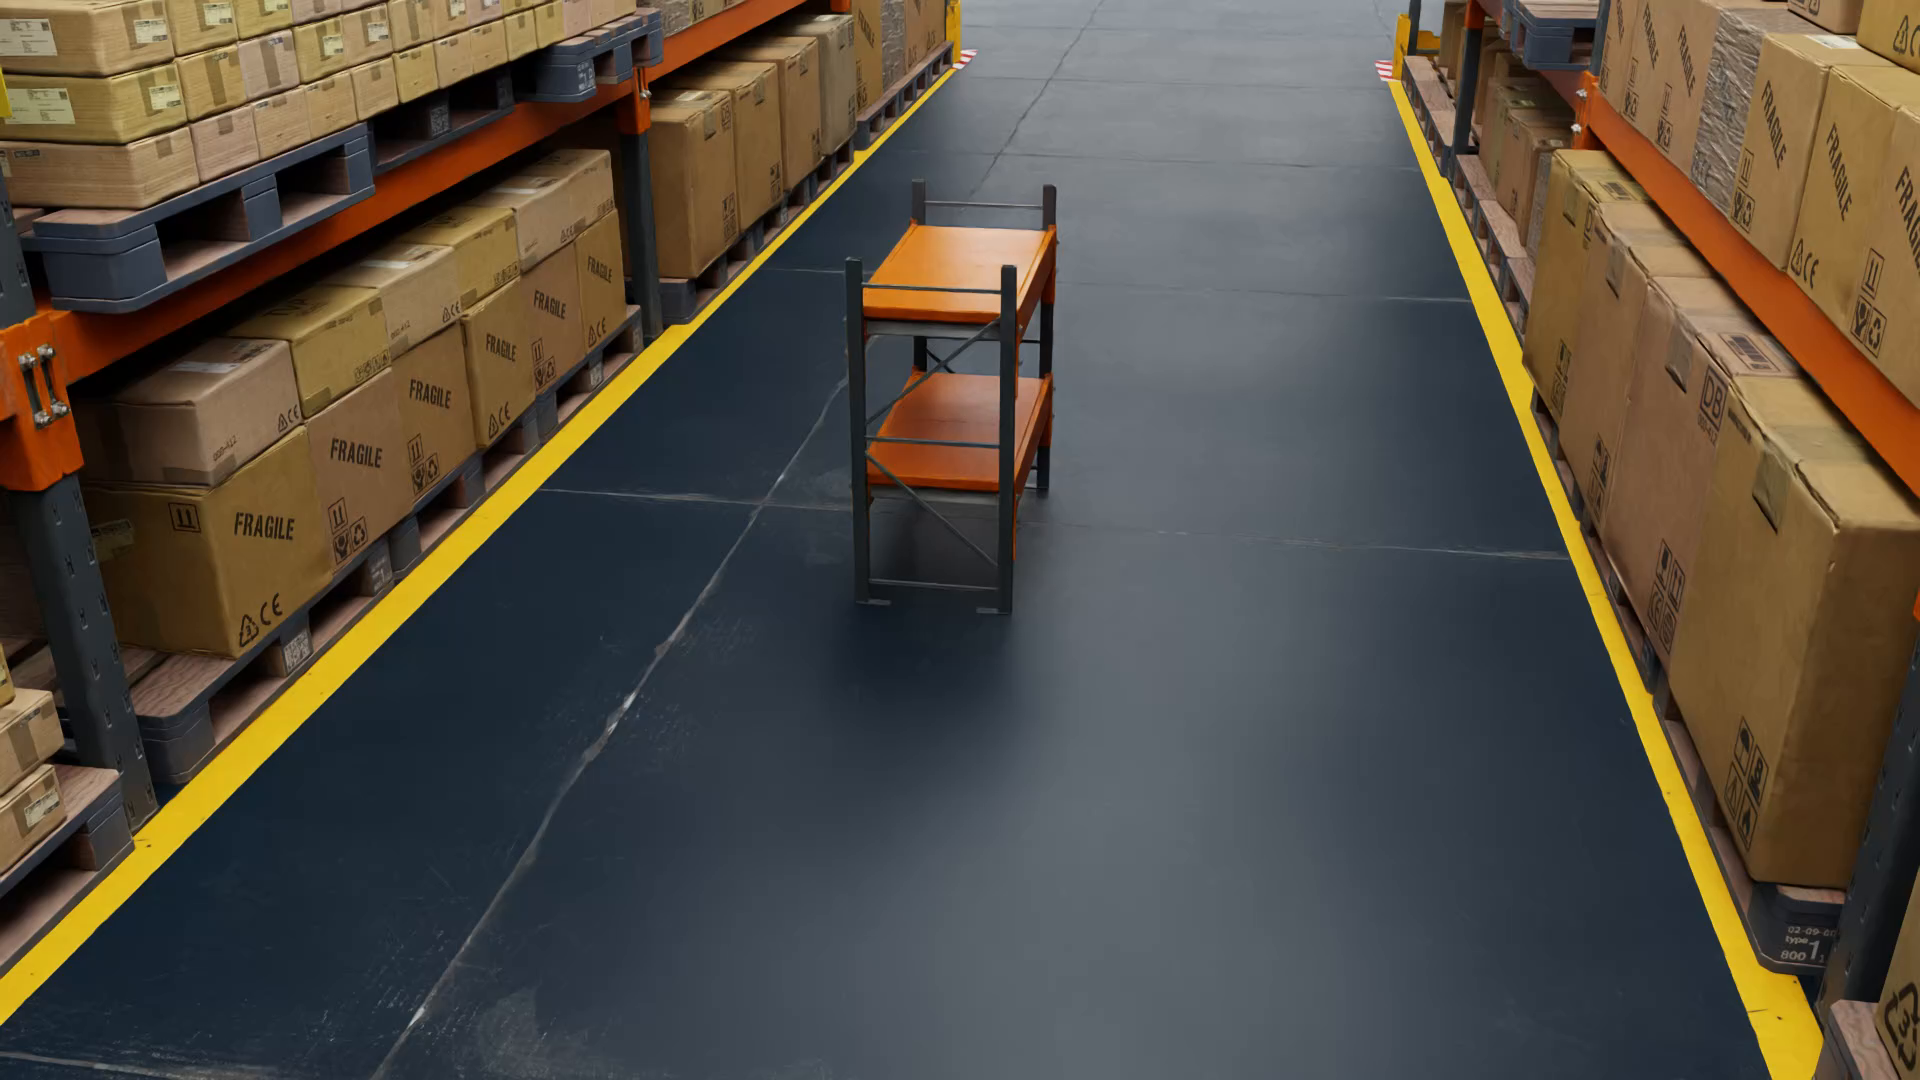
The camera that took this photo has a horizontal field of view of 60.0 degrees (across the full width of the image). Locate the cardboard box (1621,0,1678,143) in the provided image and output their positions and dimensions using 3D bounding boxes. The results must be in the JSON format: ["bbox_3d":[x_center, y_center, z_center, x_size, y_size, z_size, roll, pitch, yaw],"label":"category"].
[{"bbox_3d":[2.547,-1.603,5.519,0.500,0.500,0.500,3,25,7],"label":"cardboard box"}]

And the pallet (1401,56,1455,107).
[{"bbox_3d":[4.105,-3.672,13.346,1.003,0.211,1.213,4,25,9],"label":"pallet"}]

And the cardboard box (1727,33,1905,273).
[{"bbox_3d":[2.297,-0.971,4.168,0.500,0.500,0.500,4,25,8],"label":"cardboard box"}]

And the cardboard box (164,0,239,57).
[{"bbox_3d":[-1.996,-1.267,4.018,0.380,0.149,0.250,5,25,10],"label":"cardboard box"}]

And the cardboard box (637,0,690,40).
[{"bbox_3d":[-1.560,-2.559,7.560,0.500,0.500,0.500,4,25,9],"label":"cardboard box"}]

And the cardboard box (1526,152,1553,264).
[{"bbox_3d":[3.145,-1.540,7.932,0.700,0.500,0.500,2,25,4],"label":"cardboard box"}]

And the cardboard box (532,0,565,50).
[{"bbox_3d":[-1.655,-1.867,6.002,0.380,0.149,0.250,4,25,8],"label":"cardboard box"}]

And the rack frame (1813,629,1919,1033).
[{"bbox_3d":[2.323,-0.286,2.822,1.000,3.000,0.127,4,25,9],"label":"rack frame"}]

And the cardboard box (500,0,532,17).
[{"bbox_3d":[-1.698,-1.887,5.693,0.380,0.149,0.250,4,25,8],"label":"cardboard box"}]

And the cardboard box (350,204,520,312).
[{"bbox_3d":[-1.923,-1.014,5.948,0.500,0.250,0.500,5,25,10],"label":"cardboard box"}]

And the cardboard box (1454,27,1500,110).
[{"bbox_3d":[3.846,-3.359,11.841,0.500,0.500,0.500,2,25,4],"label":"cardboard box"}]

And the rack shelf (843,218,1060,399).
[{"bbox_3d":[-0.001,-0.772,5.381,0.538,0.278,1.000,4,25,9],"label":"rack shelf"}]

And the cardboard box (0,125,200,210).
[{"bbox_3d":[-2.035,-0.881,3.894,0.380,0.149,0.250,3,25,6],"label":"cardboard box"}]

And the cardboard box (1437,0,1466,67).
[{"bbox_3d":[4.166,-4.102,13.429,0.500,0.500,0.500,9,27,18],"label":"cardboard box"}]

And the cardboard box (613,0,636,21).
[{"bbox_3d":[-1.527,-2.183,6.676,0.380,0.149,0.250,4,25,9],"label":"cardboard box"}]

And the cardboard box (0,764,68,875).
[{"bbox_3d":[-2.281,0.617,3.761,0.380,0.149,0.250,4,25,9],"label":"cardboard box"}]

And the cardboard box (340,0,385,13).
[{"bbox_3d":[-1.867,-1.586,4.698,0.380,0.149,0.250,4,25,8],"label":"cardboard box"}]

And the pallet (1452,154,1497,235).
[{"bbox_3d":[3.505,-2.043,9.865,1.003,0.211,1.213,4,25,9],"label":"pallet"}]

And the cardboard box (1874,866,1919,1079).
[{"bbox_3d":[2.137,0.757,2.605,0.875,0.875,0.875,4,25,9],"label":"cardboard box"}]

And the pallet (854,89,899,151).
[{"bbox_3d":[-1.044,-3.067,12.053,1.003,0.211,1.213,4,25,9],"label":"pallet"}]

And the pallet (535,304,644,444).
[{"bbox_3d":[-2.029,-0.755,7.113,1.003,0.211,1.213,4,25,9],"label":"pallet"}]

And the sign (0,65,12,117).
[{"bbox_3d":[-2.017,-1.029,3.389,0.100,0.325,0.005,4,25,9],"label":"sign"}]

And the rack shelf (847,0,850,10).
[{"bbox_3d":[-0.919,-4.528,12.734,1.077,0.370,4.000,4,25,9],"label":"rack shelf"}]

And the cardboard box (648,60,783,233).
[{"bbox_3d":[-1.572,-2.130,8.921,1.050,0.750,0.750,4,25,9],"label":"cardboard box"}]

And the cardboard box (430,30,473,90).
[{"bbox_3d":[-1.783,-1.532,5.286,0.380,0.149,0.250,3,25,6],"label":"cardboard box"}]

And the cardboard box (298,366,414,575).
[{"bbox_3d":[-2.086,-0.242,5.181,0.500,0.500,0.500,5,26,11],"label":"cardboard box"}]

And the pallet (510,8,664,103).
[{"bbox_3d":[-1.911,-1.952,6.608,1.213,0.211,1.003,4,25,9],"label":"pallet"}]

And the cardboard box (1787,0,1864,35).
[{"bbox_3d":[2.629,-1.600,4.329,0.797,0.503,0.637,5,26,10],"label":"cardboard box"}]

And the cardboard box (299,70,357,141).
[{"bbox_3d":[-1.909,-1.206,4.590,0.380,0.149,0.250,4,25,9],"label":"cardboard box"}]

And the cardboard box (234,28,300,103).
[{"bbox_3d":[-1.953,-1.232,4.294,0.380,0.149,0.250,5,25,10],"label":"cardboard box"}]

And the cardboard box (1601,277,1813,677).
[{"bbox_3d":[2.554,-0.156,4.556,1.225,0.875,0.875,3,25,7],"label":"cardboard box"}]

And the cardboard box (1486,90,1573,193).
[{"bbox_3d":[3.413,-2.245,9.438,0.700,0.500,0.500,4,25,8],"label":"cardboard box"}]

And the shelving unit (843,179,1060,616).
[{"bbox_3d":[-0.001,-0.507,5.505,0.538,1.125,1.048,4,25,9],"label":"shelving unit"}]

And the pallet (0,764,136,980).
[{"bbox_3d":[-2.628,0.875,3.632,1.003,0.211,1.213,4,25,9],"label":"pallet"}]

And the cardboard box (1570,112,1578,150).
[{"bbox_3d":[3.134,-1.870,7.752,0.500,0.250,0.500,7,26,14],"label":"cardboard box"}]

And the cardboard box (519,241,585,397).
[{"bbox_3d":[-1.838,-0.892,6.571,0.500,0.500,0.500,5,26,11],"label":"cardboard box"}]

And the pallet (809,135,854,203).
[{"bbox_3d":[-1.298,-2.426,10.685,1.003,0.211,1.213,4,25,9],"label":"pallet"}]

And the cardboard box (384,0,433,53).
[{"bbox_3d":[-1.826,-1.565,5.004,0.380,0.149,0.250,4,25,8],"label":"cardboard box"}]

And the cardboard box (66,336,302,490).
[{"bbox_3d":[-2.172,-0.360,4.549,0.500,0.250,0.500,3,25,6],"label":"cardboard box"}]

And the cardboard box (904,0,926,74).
[{"bbox_3d":[-0.780,-4.262,13.328,0.875,0.875,0.875,4,25,8],"label":"cardboard box"}]

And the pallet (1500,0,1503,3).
[{"bbox_3d":[3.260,-2.702,8.211,1.003,0.211,1.213,4,25,9],"label":"pallet"}]

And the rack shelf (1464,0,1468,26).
[{"bbox_3d":[3.958,-4.142,11.909,1.077,0.370,4.000,4,25,9],"label":"rack shelf"}]

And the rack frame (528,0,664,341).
[{"bbox_3d":[-1.900,-2.344,7.220,1.000,3.000,0.127,4,25,9],"label":"rack frame"}]

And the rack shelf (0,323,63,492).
[{"bbox_3d":[-2.880,0.491,2.012,1.077,0.370,4.000,4,25,9],"label":"rack shelf"}]

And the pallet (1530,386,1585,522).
[{"bbox_3d":[2.774,-0.371,6.294,1.003,0.211,1.213,4,25,9],"label":"pallet"}]
